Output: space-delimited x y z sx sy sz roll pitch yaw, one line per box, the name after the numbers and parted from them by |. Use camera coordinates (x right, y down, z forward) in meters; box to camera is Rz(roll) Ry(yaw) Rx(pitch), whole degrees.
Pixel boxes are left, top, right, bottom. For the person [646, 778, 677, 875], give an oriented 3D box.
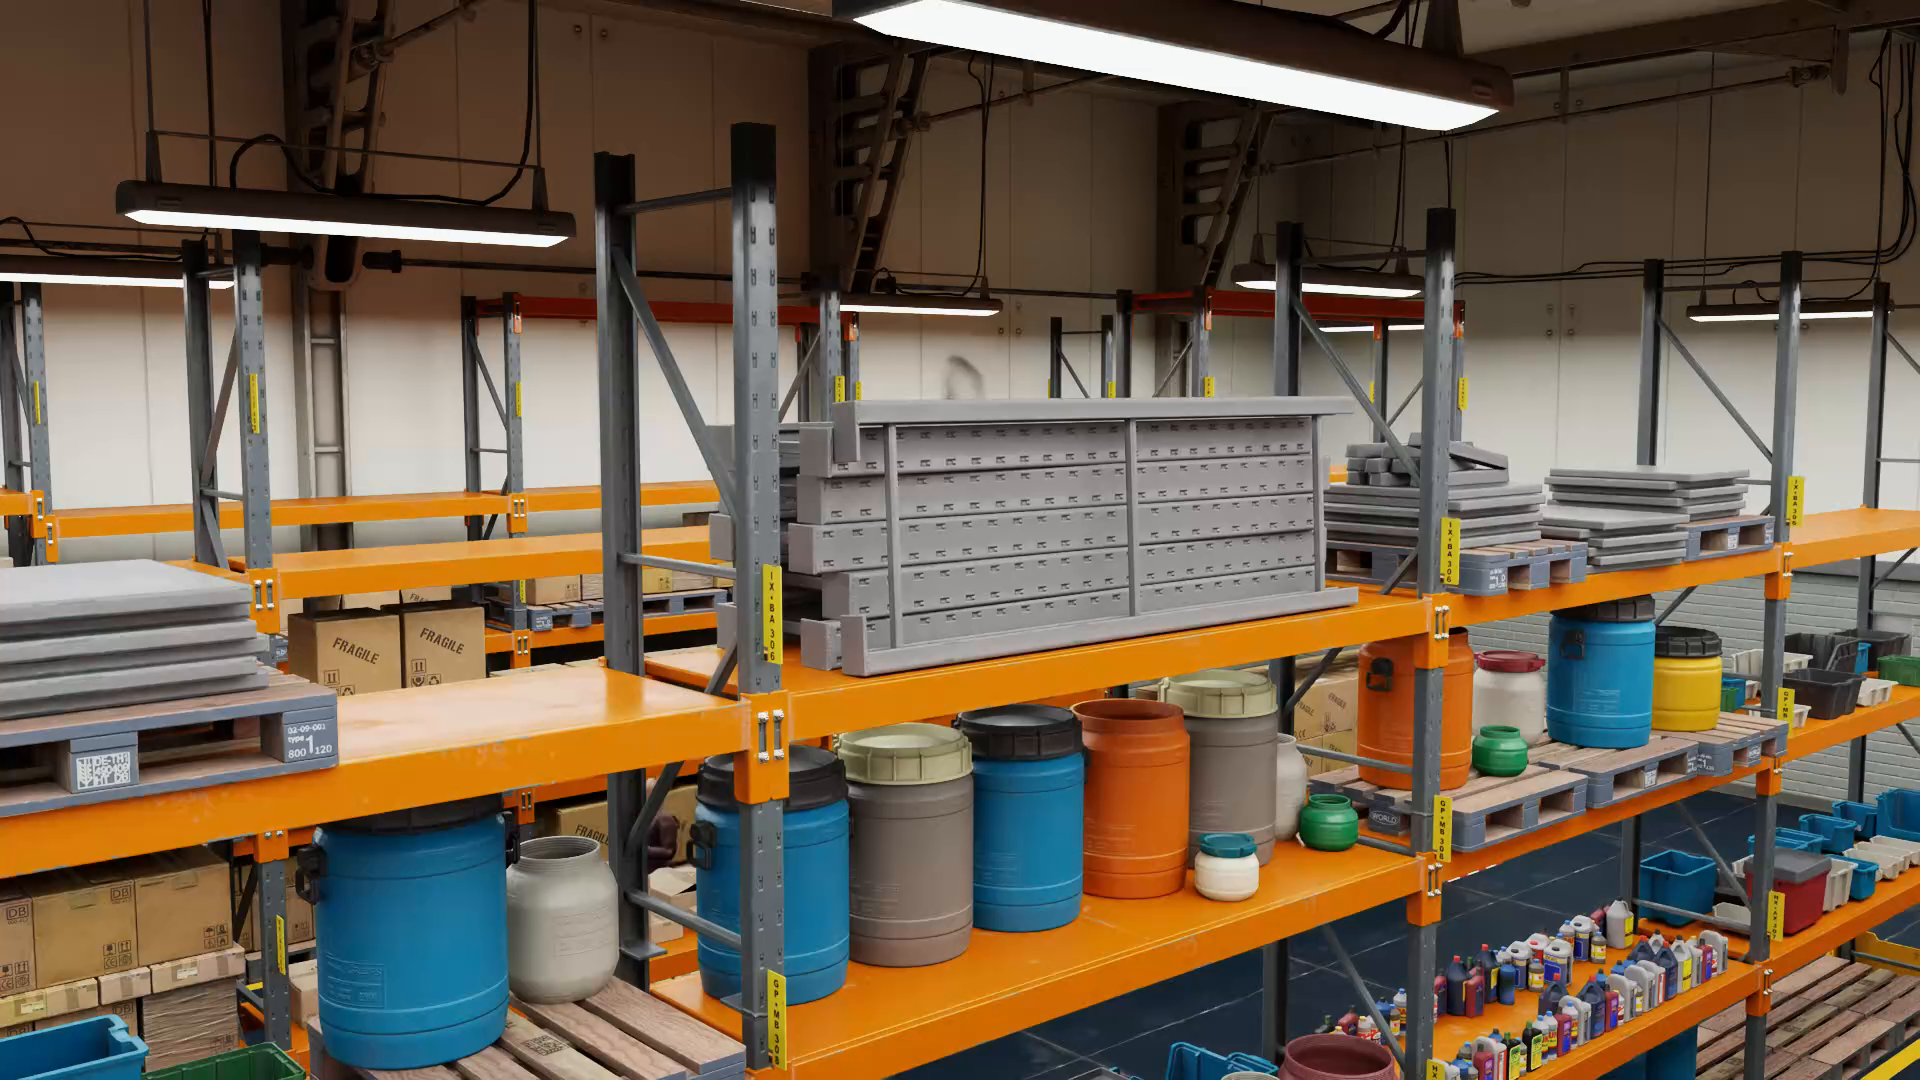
-2.637 2.931 14.218 0.694 1.823 0.876 5 7 42 | person
